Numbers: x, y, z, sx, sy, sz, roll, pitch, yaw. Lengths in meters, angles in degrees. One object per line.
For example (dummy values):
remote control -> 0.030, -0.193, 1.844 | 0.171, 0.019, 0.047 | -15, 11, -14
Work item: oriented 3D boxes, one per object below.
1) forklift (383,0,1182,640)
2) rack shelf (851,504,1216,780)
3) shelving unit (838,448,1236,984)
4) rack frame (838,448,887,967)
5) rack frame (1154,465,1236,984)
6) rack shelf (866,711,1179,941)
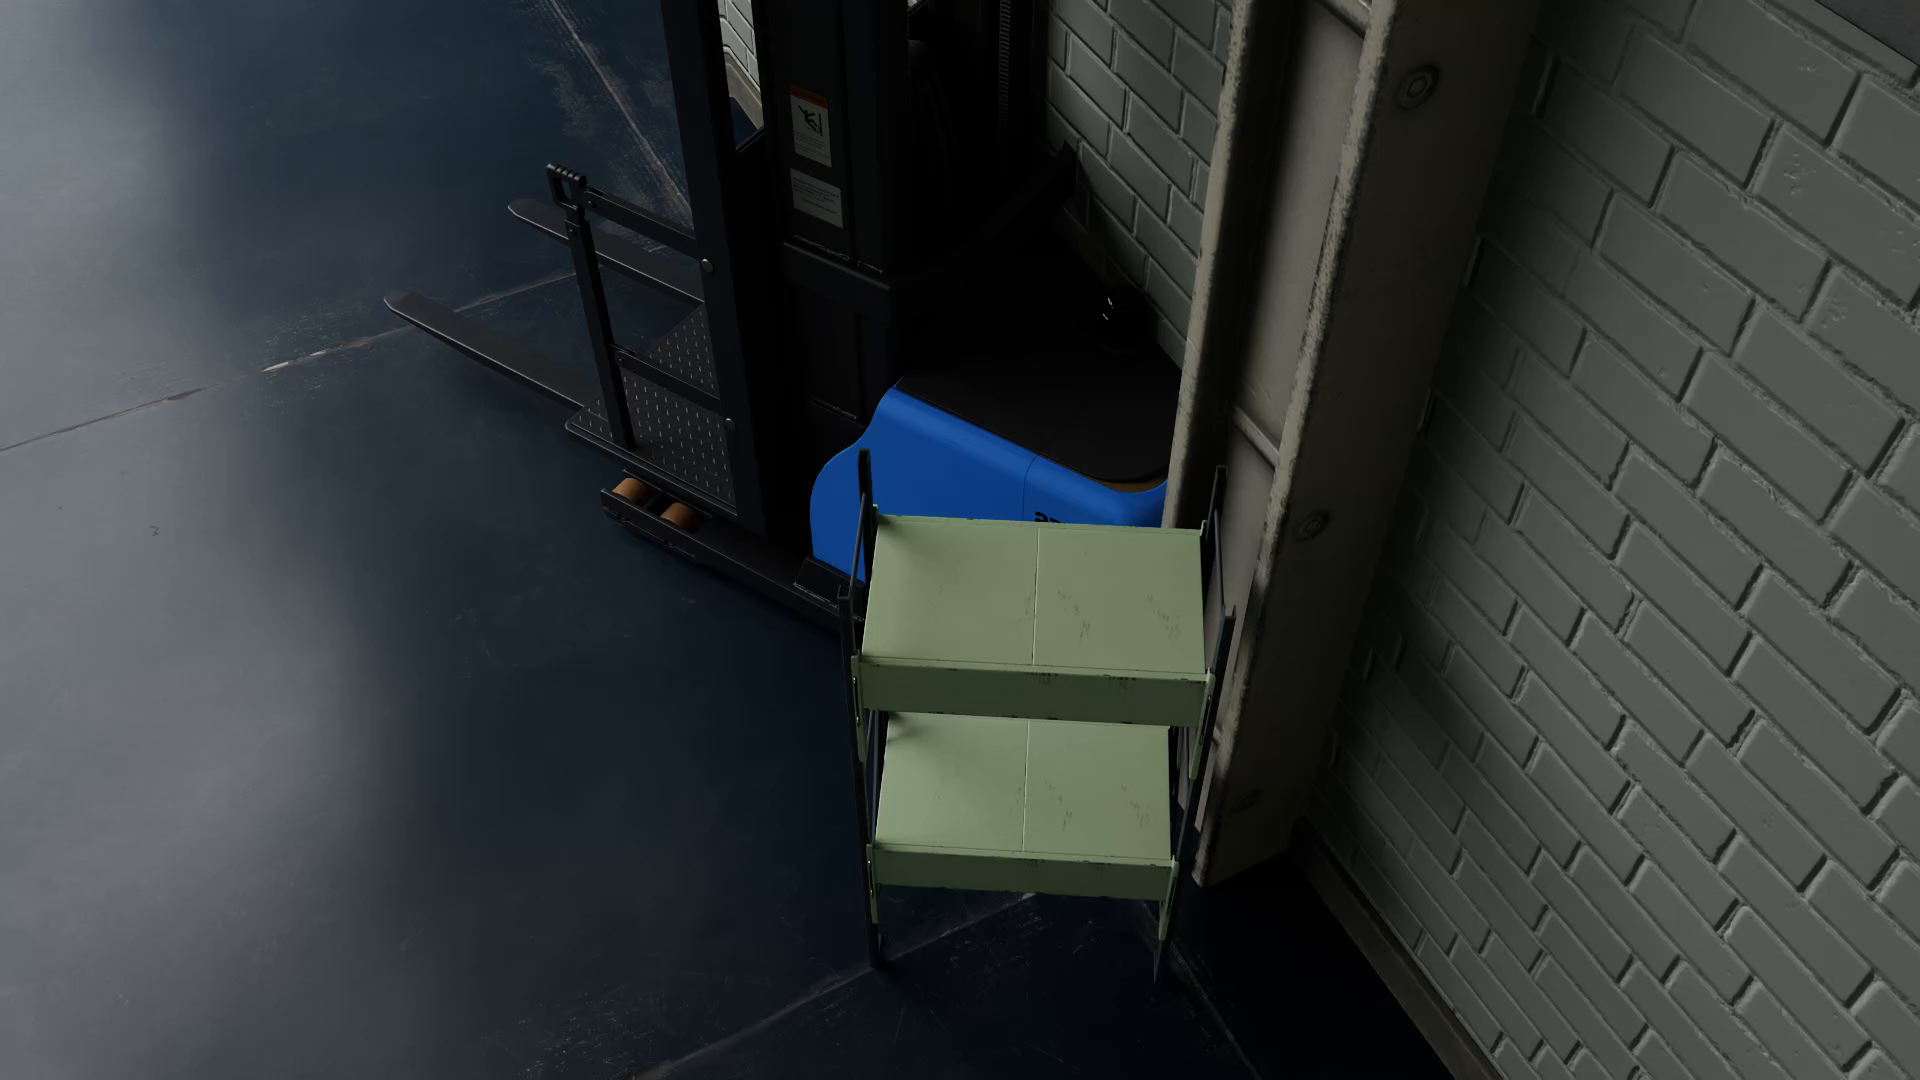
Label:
forklift -> -0.521, -1.222, 4.372 | 3.031, 2.935, 1.130 | 26, 54, 21
rack shelf -> 0.156, 0.217, 3.545 | 0.720, 0.370, 0.431 | 3, 49, 2
shelving unit -> 0.156, 0.474, 3.839 | 0.755, 1.500, 0.431 | 3, 49, 2
rack frame -> -0.209, 0.456, 3.855 | 0.023, 1.500, 0.400 | 3, 49, 2
rack frame -> 0.521, 0.492, 3.824 | 0.023, 1.500, 0.400 | 3, 49, 2
rack shelf -> 0.156, 0.688, 4.085 | 0.720, 0.370, 0.431 | 3, 49, 2
